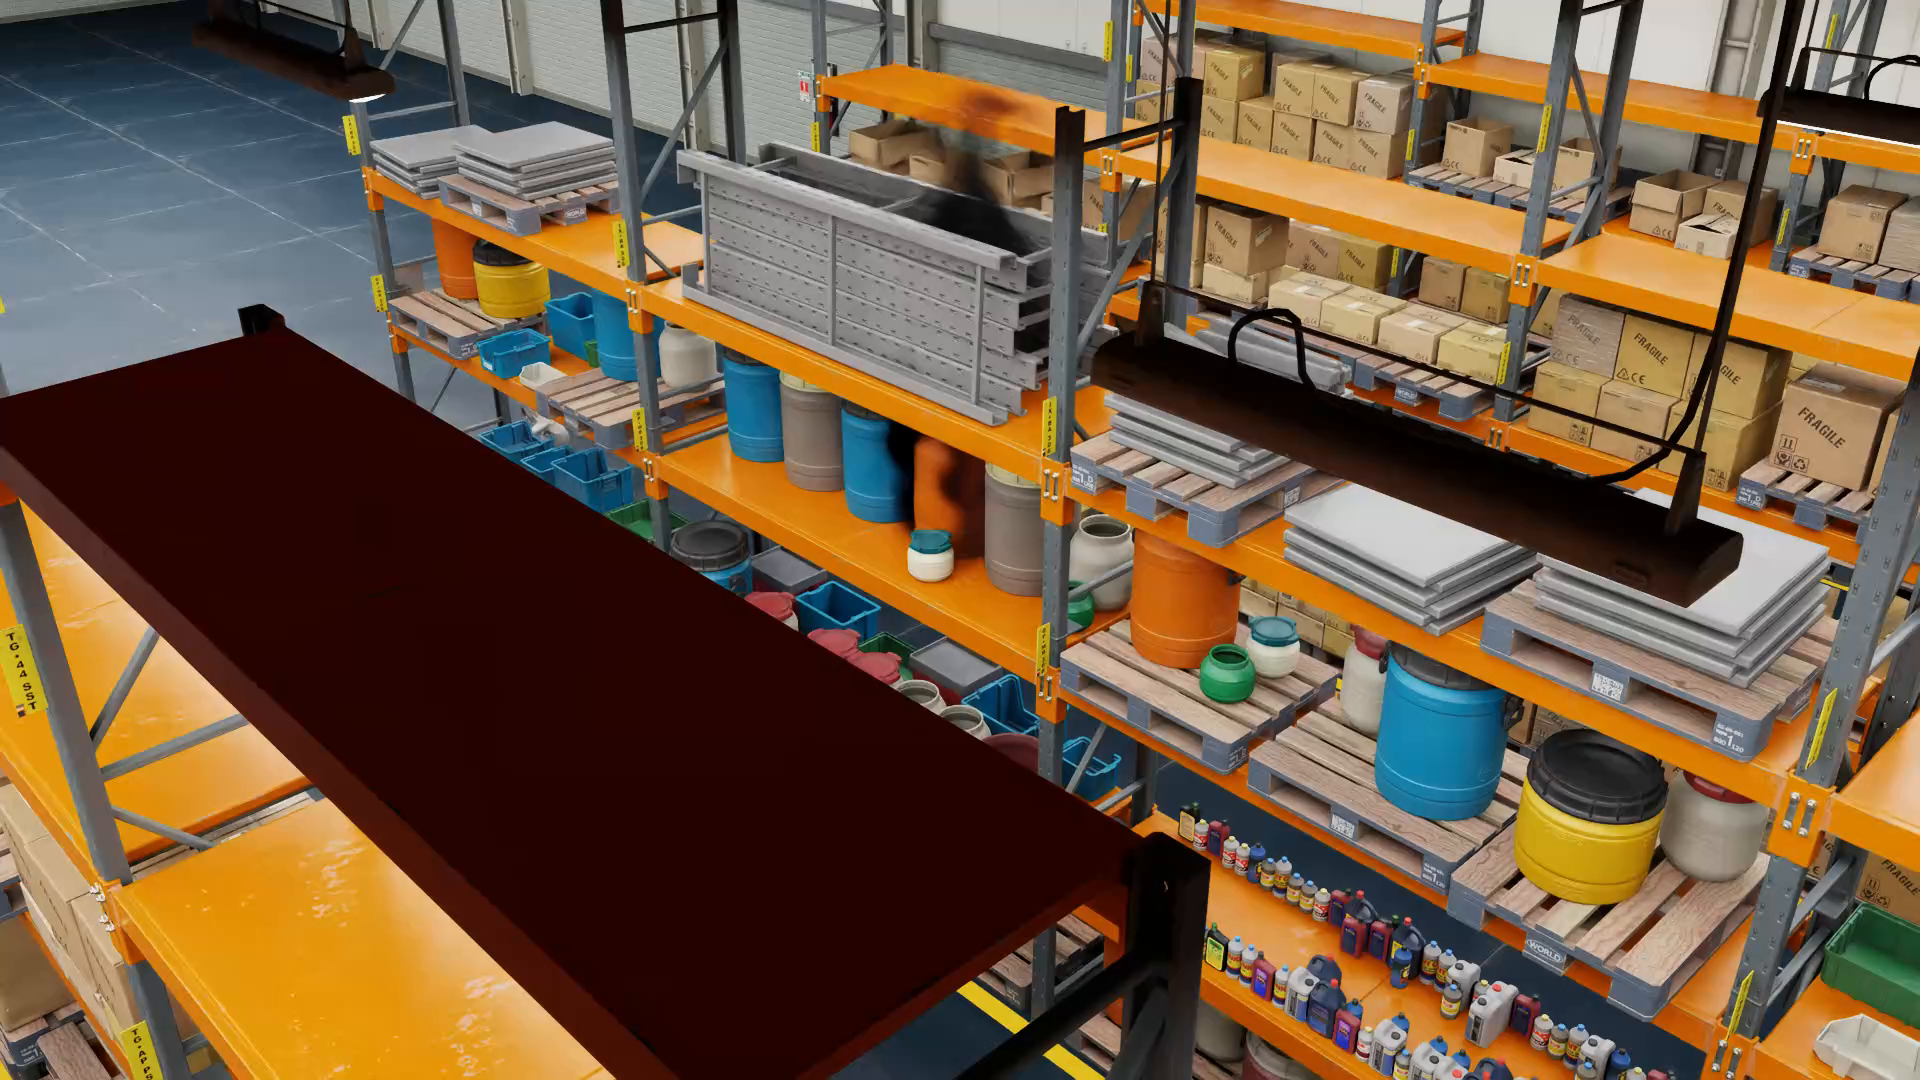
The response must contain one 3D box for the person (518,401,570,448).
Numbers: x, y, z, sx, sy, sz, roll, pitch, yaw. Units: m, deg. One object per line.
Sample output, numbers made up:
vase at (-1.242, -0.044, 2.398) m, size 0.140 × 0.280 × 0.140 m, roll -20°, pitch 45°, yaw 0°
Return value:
person at (-4.114, -1.034, 17.155) m, size 0.981 × 1.628 × 0.656 m, roll -6°, pitch 29°, yaw -10°
